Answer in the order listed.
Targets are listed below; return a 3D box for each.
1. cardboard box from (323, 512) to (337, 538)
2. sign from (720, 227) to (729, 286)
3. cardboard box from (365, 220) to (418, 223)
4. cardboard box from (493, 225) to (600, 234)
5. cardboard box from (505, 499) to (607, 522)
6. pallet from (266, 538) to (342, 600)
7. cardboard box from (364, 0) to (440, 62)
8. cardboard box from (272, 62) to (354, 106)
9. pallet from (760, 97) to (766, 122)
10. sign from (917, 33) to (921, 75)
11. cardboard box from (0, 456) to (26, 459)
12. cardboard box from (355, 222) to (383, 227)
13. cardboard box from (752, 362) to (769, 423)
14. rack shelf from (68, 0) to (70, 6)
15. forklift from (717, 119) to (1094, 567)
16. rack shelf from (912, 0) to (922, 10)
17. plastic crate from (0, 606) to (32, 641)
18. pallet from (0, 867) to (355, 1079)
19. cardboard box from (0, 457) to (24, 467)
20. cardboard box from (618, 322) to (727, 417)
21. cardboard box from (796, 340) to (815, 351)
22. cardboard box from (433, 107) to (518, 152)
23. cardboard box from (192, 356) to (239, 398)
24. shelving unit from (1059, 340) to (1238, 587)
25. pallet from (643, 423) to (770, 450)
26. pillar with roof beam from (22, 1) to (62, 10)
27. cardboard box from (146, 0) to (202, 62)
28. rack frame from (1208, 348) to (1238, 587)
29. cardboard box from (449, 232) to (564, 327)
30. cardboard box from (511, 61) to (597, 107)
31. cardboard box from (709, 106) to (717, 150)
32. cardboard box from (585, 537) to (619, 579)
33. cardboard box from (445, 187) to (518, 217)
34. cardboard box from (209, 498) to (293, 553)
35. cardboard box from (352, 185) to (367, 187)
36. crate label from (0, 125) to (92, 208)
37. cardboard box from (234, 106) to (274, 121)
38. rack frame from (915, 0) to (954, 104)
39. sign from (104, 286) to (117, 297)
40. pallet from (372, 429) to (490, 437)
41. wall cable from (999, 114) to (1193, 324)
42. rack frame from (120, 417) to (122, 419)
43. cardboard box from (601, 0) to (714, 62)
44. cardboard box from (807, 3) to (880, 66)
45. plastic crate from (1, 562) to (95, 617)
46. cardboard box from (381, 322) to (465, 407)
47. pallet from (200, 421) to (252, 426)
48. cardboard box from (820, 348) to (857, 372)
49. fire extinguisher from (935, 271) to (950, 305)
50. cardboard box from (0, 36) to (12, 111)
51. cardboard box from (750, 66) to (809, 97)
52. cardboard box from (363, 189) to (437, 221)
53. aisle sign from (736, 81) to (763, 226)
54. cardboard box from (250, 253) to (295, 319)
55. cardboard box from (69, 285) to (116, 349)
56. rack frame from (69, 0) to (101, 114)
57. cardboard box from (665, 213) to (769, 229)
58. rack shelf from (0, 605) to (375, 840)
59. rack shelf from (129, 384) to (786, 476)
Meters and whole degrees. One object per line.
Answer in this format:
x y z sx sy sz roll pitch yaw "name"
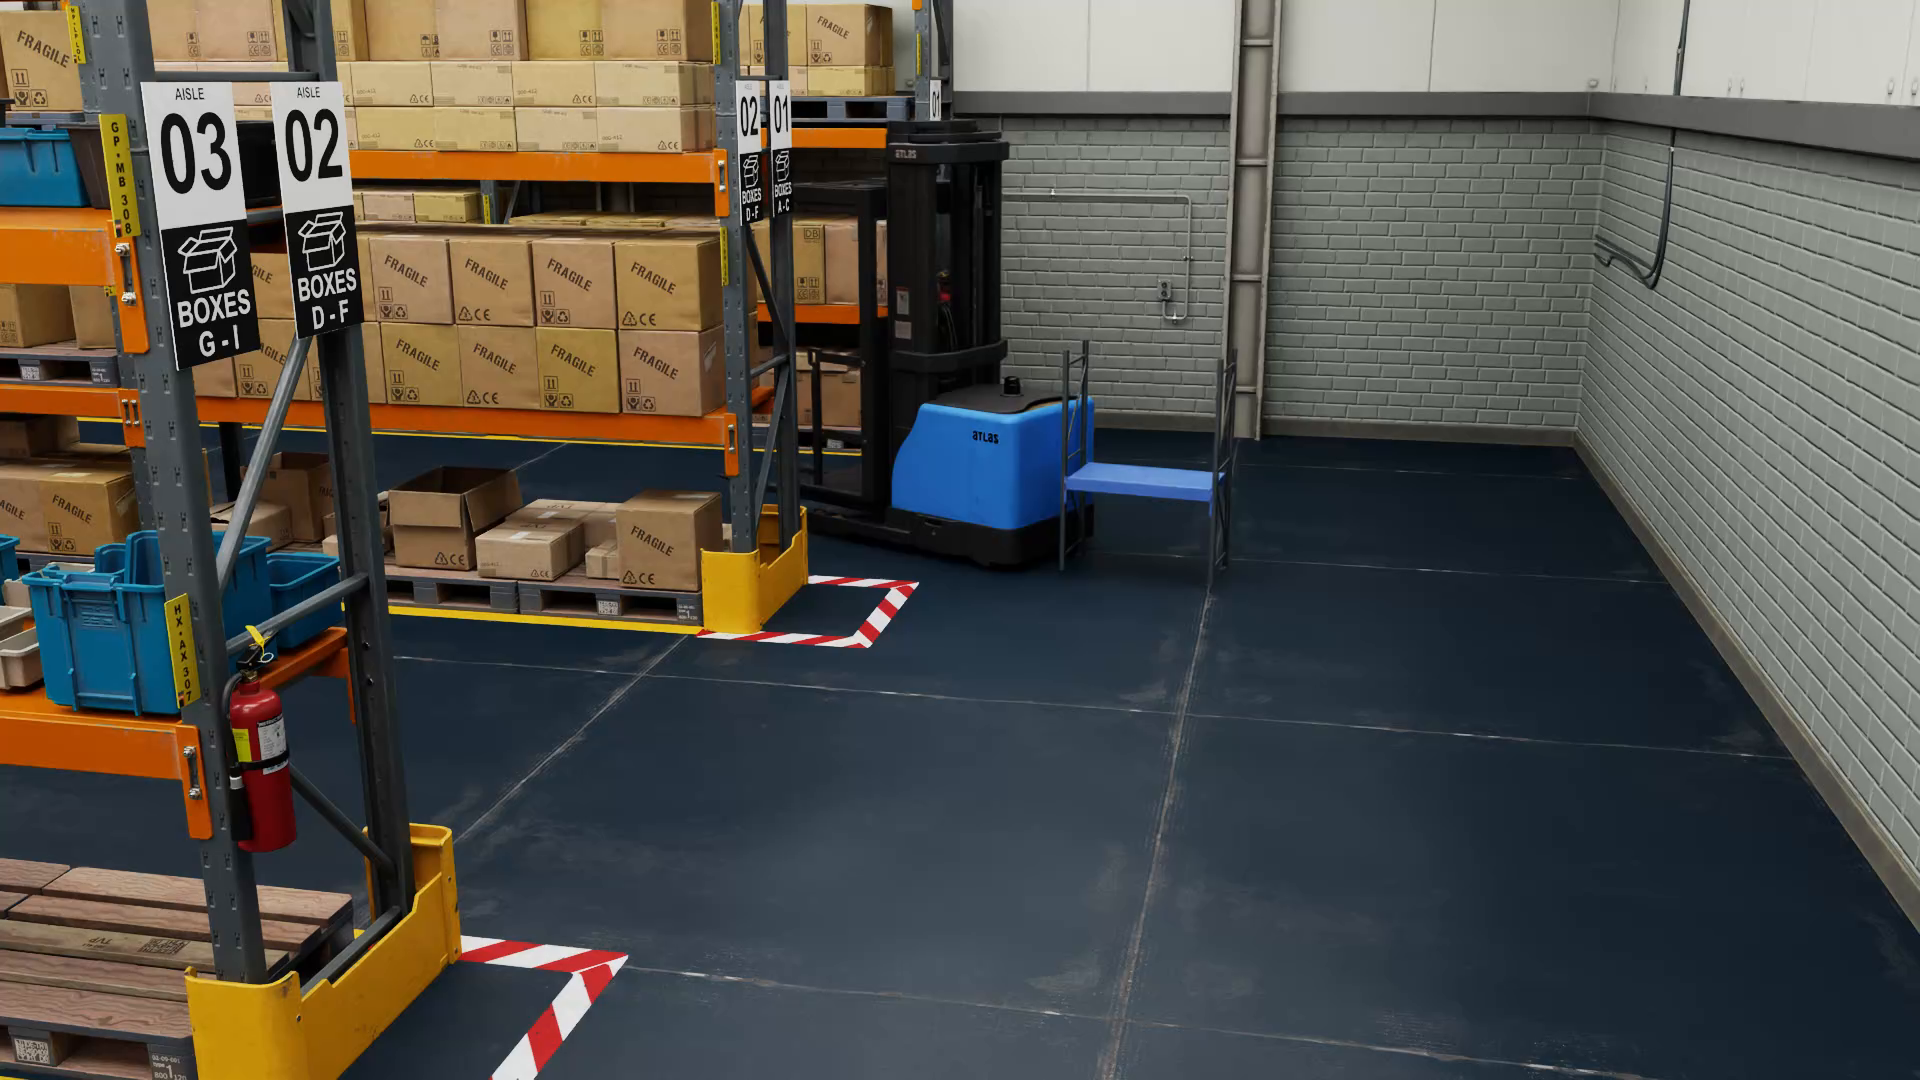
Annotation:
-4.125 -0.126 11.343 0.250 0.149 0.380 3 16 11 "cardboard box"
-1.330 -1.601 9.393 0.005 0.325 0.100 3 16 11 "sign"
-5.141 -2.728 15.440 0.500 0.500 0.500 3 16 12 "cardboard box"
-2.585 -1.711 10.491 0.500 0.500 0.500 3 16 12 "cardboard box"
-2.656 -0.078 10.982 0.500 0.250 0.500 3 16 11 "cardboard box"
-4.447 0.133 11.117 1.213 0.211 1.003 3 16 11 "pallet"
-3.162 -3.132 10.001 0.500 0.500 0.700 3 16 11 "cardboard box"
-3.715 -2.715 9.901 0.500 0.250 0.500 3 16 11 "cardboard box"
-2.145 -3.835 14.765 1.213 0.211 1.003 3 16 11 "pallet"
-0.338 -4.024 13.771 0.005 0.325 0.100 3 16 11 "sign"
-6.558 -0.399 11.671 0.500 0.500 0.500 3 16 12 "cardboard box"
-4.070 -1.792 10.783 0.500 0.500 0.500 3 16 10 "cardboard box"
-1.906 -1.393 15.298 0.500 0.500 0.700 3 16 9 "cardboard box"
-6.096 -5.002 15.289 4.000 0.370 1.077 3 16 11 "rack shelf"
-0.515 -1.528 12.017 3.031 2.935 1.130 12 20 37 "forklift"
-2.176 -4.789 14.521 4.000 0.370 1.077 3 16 11 "rack shelf"
-3.307 0.343 5.515 0.243 0.136 0.396 3 16 11 "plastic crate"
-2.991 1.550 6.000 1.213 0.211 1.003 3 16 11 "pallet"
-6.634 -0.262 11.176 0.500 0.500 0.500 3 16 12 "cardboard box"
-1.693 -1.036 9.925 0.500 0.500 0.500 4 16 13 "cardboard box"
-1.502 -1.738 15.329 0.250 0.149 0.380 3 16 12 "cardboard box"
-2.736 -2.419 9.769 0.500 0.250 0.500 3 16 11 "cardboard box"
-4.674 -1.198 10.509 0.500 0.500 0.500 4 16 13 "cardboard box"
1.249 -0.527 11.086 1.048 1.500 0.538 6 16 19 "shelving unit"
-2.207 -1.075 15.477 1.213 0.211 1.003 3 16 11 "pallet"
-10.015 -4.817 12.525 0.400 9.000 9.100 3 16 11 "pillar with roof beam"
-4.636 -3.208 10.273 0.500 0.500 0.700 3 16 11 "cardboard box"
1.726 -0.480 10.917 0.032 1.500 0.500 6 16 19 "rack frame"
-2.695 -1.570 9.980 0.500 0.500 0.500 4 16 13 "cardboard box"
-2.244 -2.636 9.616 0.500 0.250 0.500 3 16 11 "cardboard box"
-1.653 -2.502 10.068 0.500 0.250 0.500 3 16 11 "cardboard box"
-2.161 0.109 10.464 0.250 0.166 0.380 3 16 11 "cardboard box"
-4.535 -3.199 15.735 0.500 0.250 0.500 4 16 13 "cardboard box"
-4.751 -0.085 10.893 0.500 0.311 0.500 3 16 11 "cardboard box"
-6.052 -3.279 16.025 0.500 0.250 0.500 3 16 10 "cardboard box"
-3.030 -1.247 5.534 0.502 0.251 0.408 3 16 11 "crate label"
-4.203 -2.503 10.070 0.500 0.250 0.500 3 16 11 "cardboard box"
-0.216 -5.222 13.988 0.127 3.000 1.000 3 16 11 "rack frame"
-5.227 -1.660 10.198 0.005 0.325 0.100 3 16 11 "sign"
-4.907 -1.221 16.006 1.213 0.211 1.003 3 16 11 "pallet"
1.227 -3.000 15.300 1.851 1.984 0.084 3 16 11 "wall cable"
-8.056 -2.757 16.325 0.127 3.000 1.000 3 16 11 "rack frame"
-1.707 -3.034 9.646 0.500 0.500 0.700 3 16 11 "cardboard box"
-0.988 -4.284 14.121 0.500 0.500 0.500 3 16 11 "cardboard box"
-3.330 0.185 6.088 0.298 0.136 0.250 3 16 11 "plastic crate"
-3.184 -1.117 10.219 0.500 0.500 0.500 3 16 10 "cardboard box"
-7.298 -1.351 16.475 1.213 0.211 1.003 3 16 11 "pallet"
-1.084 -1.612 14.872 0.250 0.149 0.380 3 16 10 "cardboard box"
-0.161 -1.985 14.384 0.183 0.674 0.296 3 16 11 "fire extinguisher"
-6.258 -3.068 10.668 0.600 0.600 0.600 3 16 10 "cardboard box"
-1.497 -3.952 14.327 0.500 0.250 0.500 3 16 9 "cardboard box"
-5.144 -3.094 15.356 0.500 0.250 0.500 3 16 12 "cardboard box"
-1.194 -2.204 9.460 0.004 0.787 0.394 3 16 11 "aisle sign"
-4.208 -1.652 10.276 0.500 0.500 0.500 3 16 9 "cardboard box"
-5.539 -1.582 11.111 0.500 0.500 0.700 -2 16 -8 "cardboard box"
-5.120 -4.139 10.077 0.127 3.000 1.000 3 16 11 "rack frame"
-2.179 -2.579 15.121 0.700 0.700 0.980 2 16 8 "cardboard box"
-4.150 0.501 5.913 4.000 0.370 1.077 3 16 11 "rack shelf"
-3.160 -0.795 10.590 4.000 0.370 1.077 3 16 11 "rack shelf"
